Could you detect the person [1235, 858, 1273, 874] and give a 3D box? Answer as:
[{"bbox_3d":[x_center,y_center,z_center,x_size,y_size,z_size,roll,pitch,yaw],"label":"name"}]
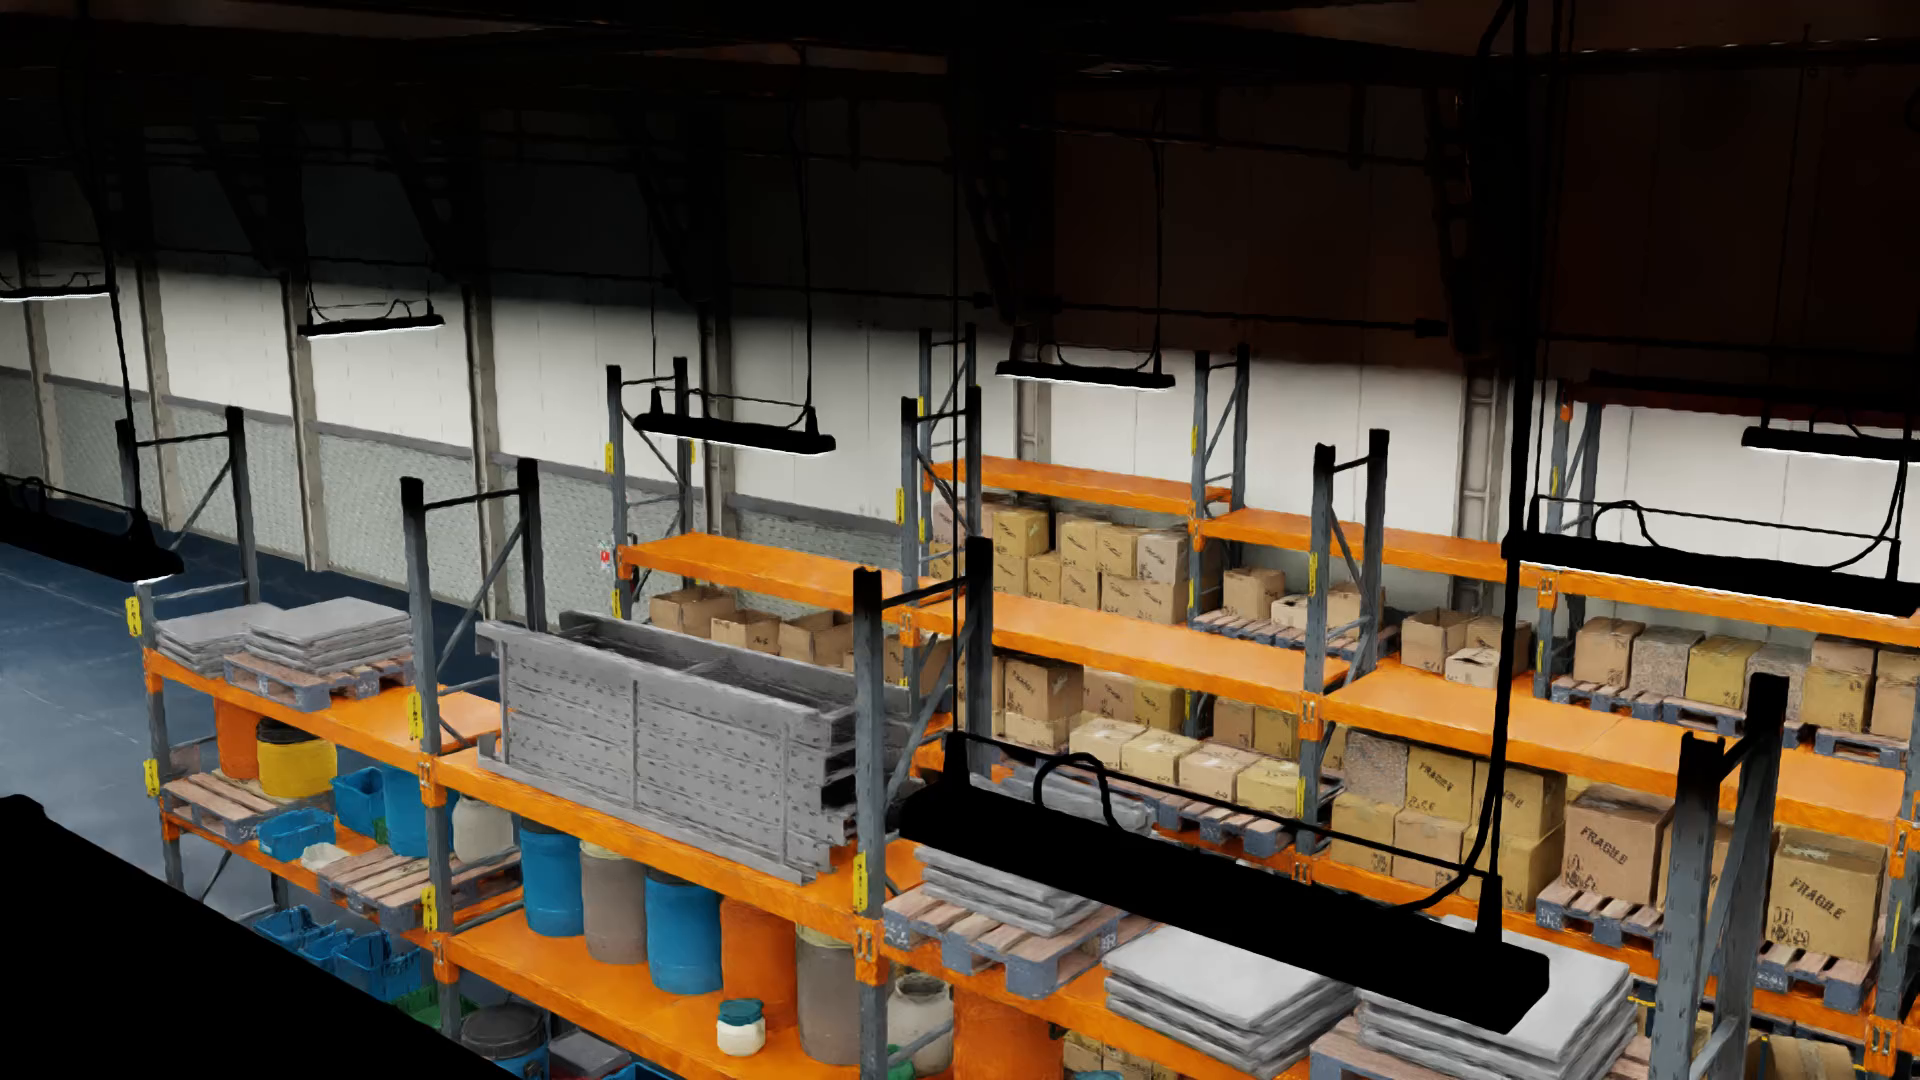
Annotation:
[{"bbox_3d":[3.115,3.383,17.636,0.817,1.580,0.609,5,14,22],"label":"person"}]
